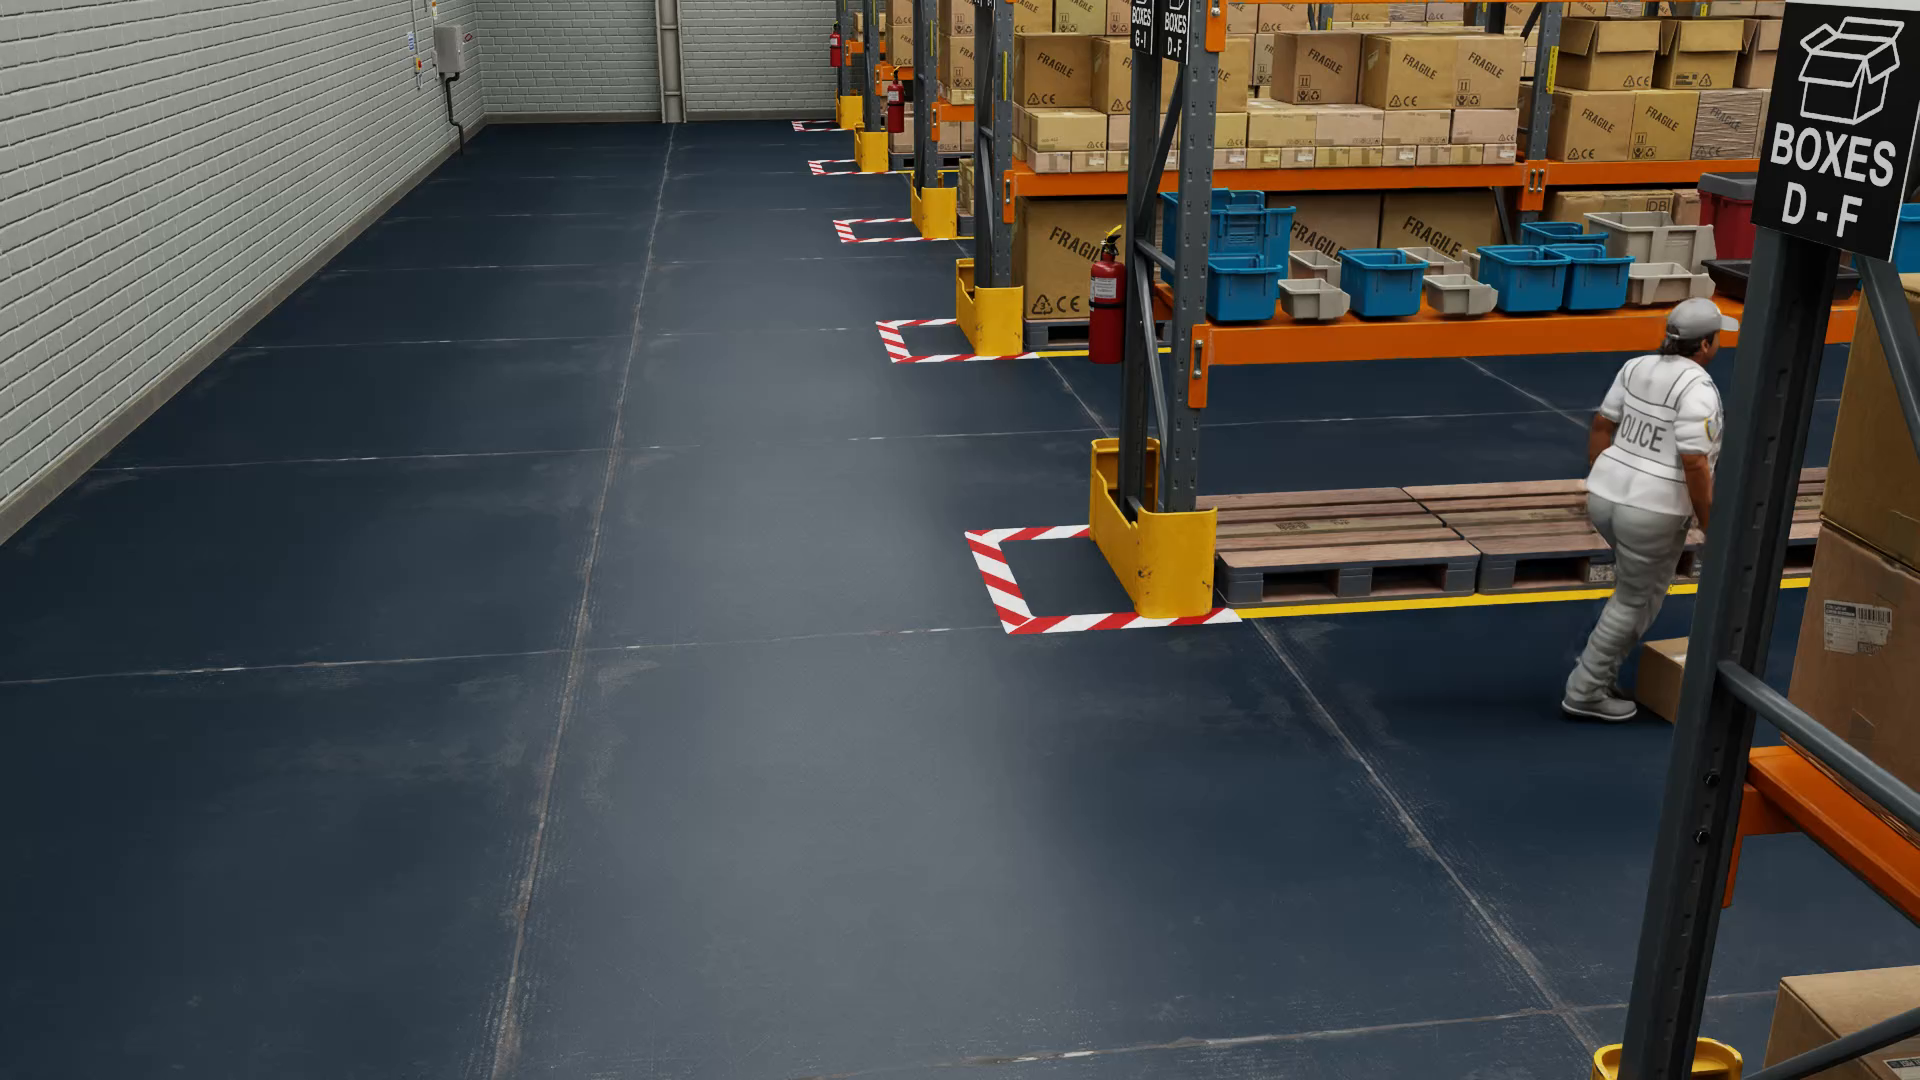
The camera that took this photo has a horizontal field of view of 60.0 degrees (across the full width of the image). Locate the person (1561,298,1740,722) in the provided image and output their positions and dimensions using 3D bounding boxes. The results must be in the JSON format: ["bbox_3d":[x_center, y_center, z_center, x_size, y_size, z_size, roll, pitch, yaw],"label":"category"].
[{"bbox_3d":[2.617,-0.094,6.380,0.533,1.681,0.563,-5,21,-13],"label":"person"}]
